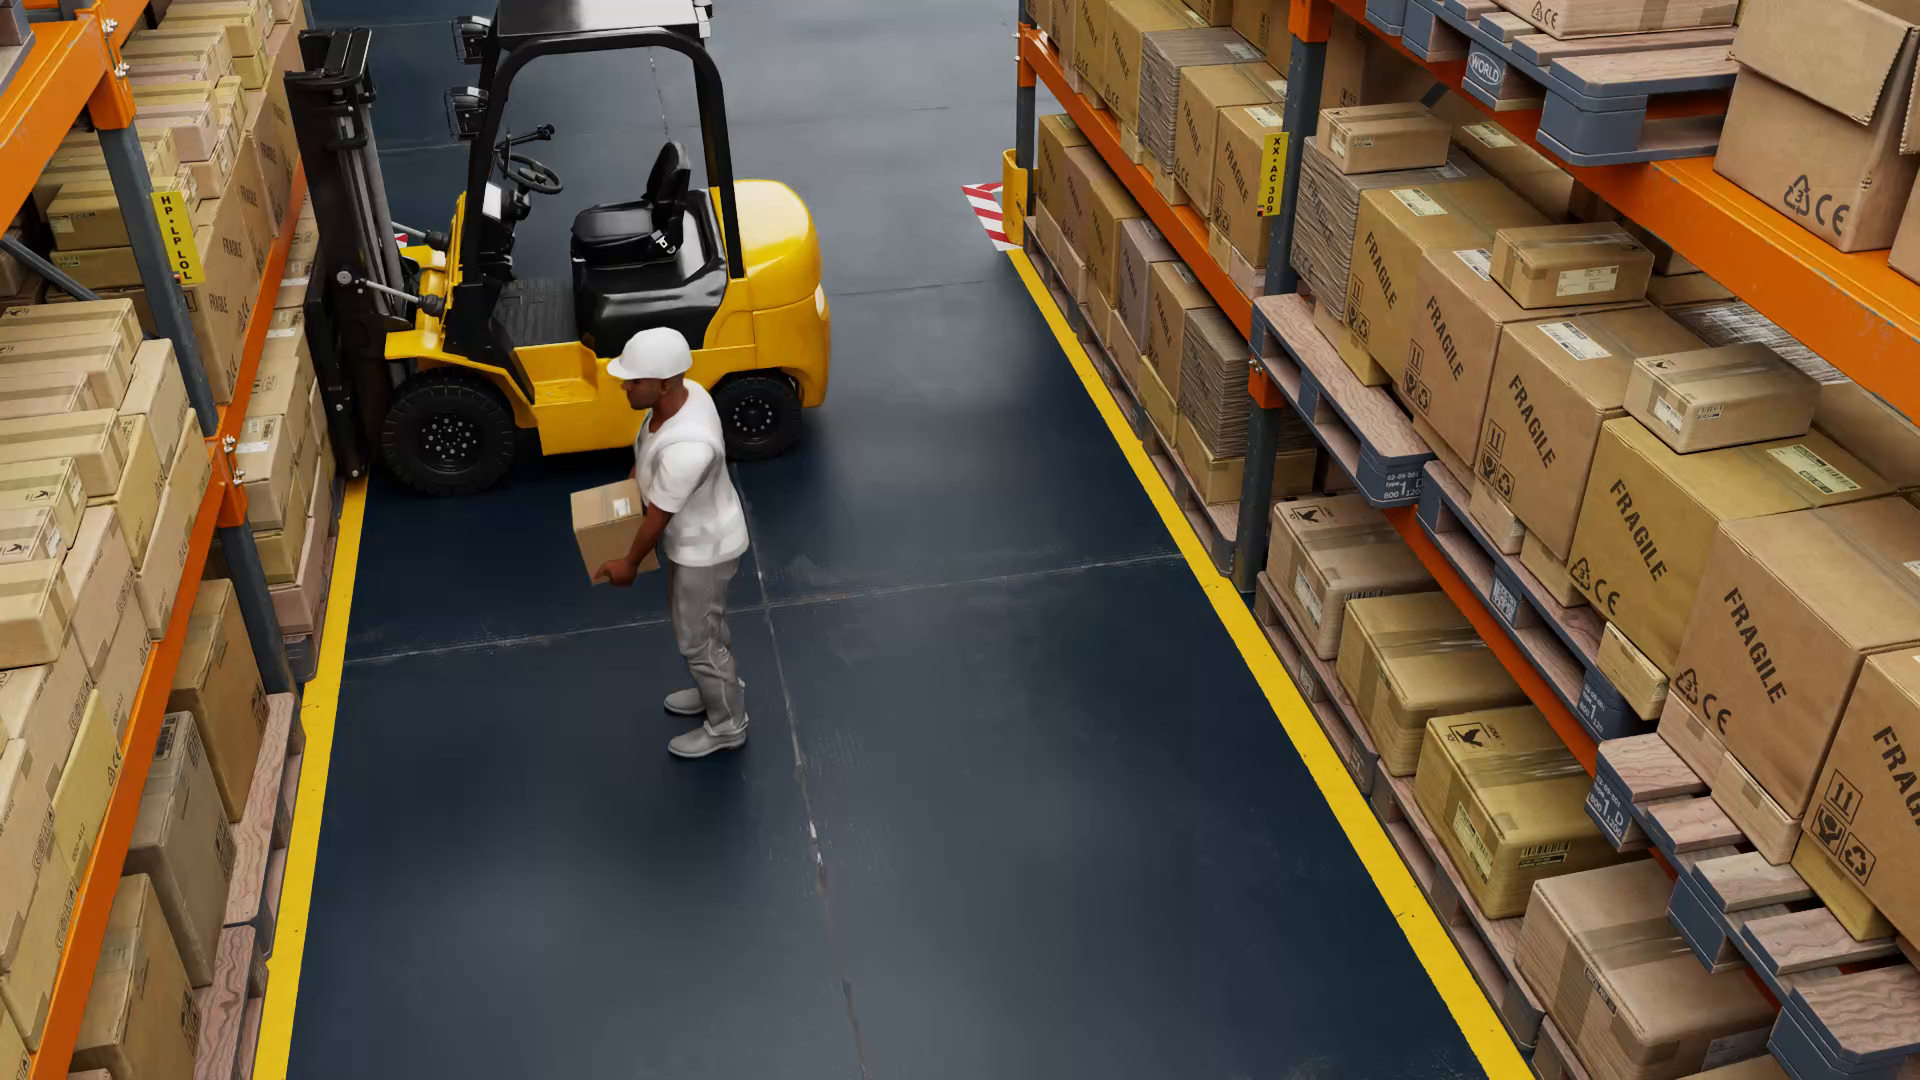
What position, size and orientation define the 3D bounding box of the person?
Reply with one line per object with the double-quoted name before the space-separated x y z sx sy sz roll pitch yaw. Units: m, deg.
"person" -1.064 0.023 6.096 0.575 1.756 0.505 -8 35 -11
